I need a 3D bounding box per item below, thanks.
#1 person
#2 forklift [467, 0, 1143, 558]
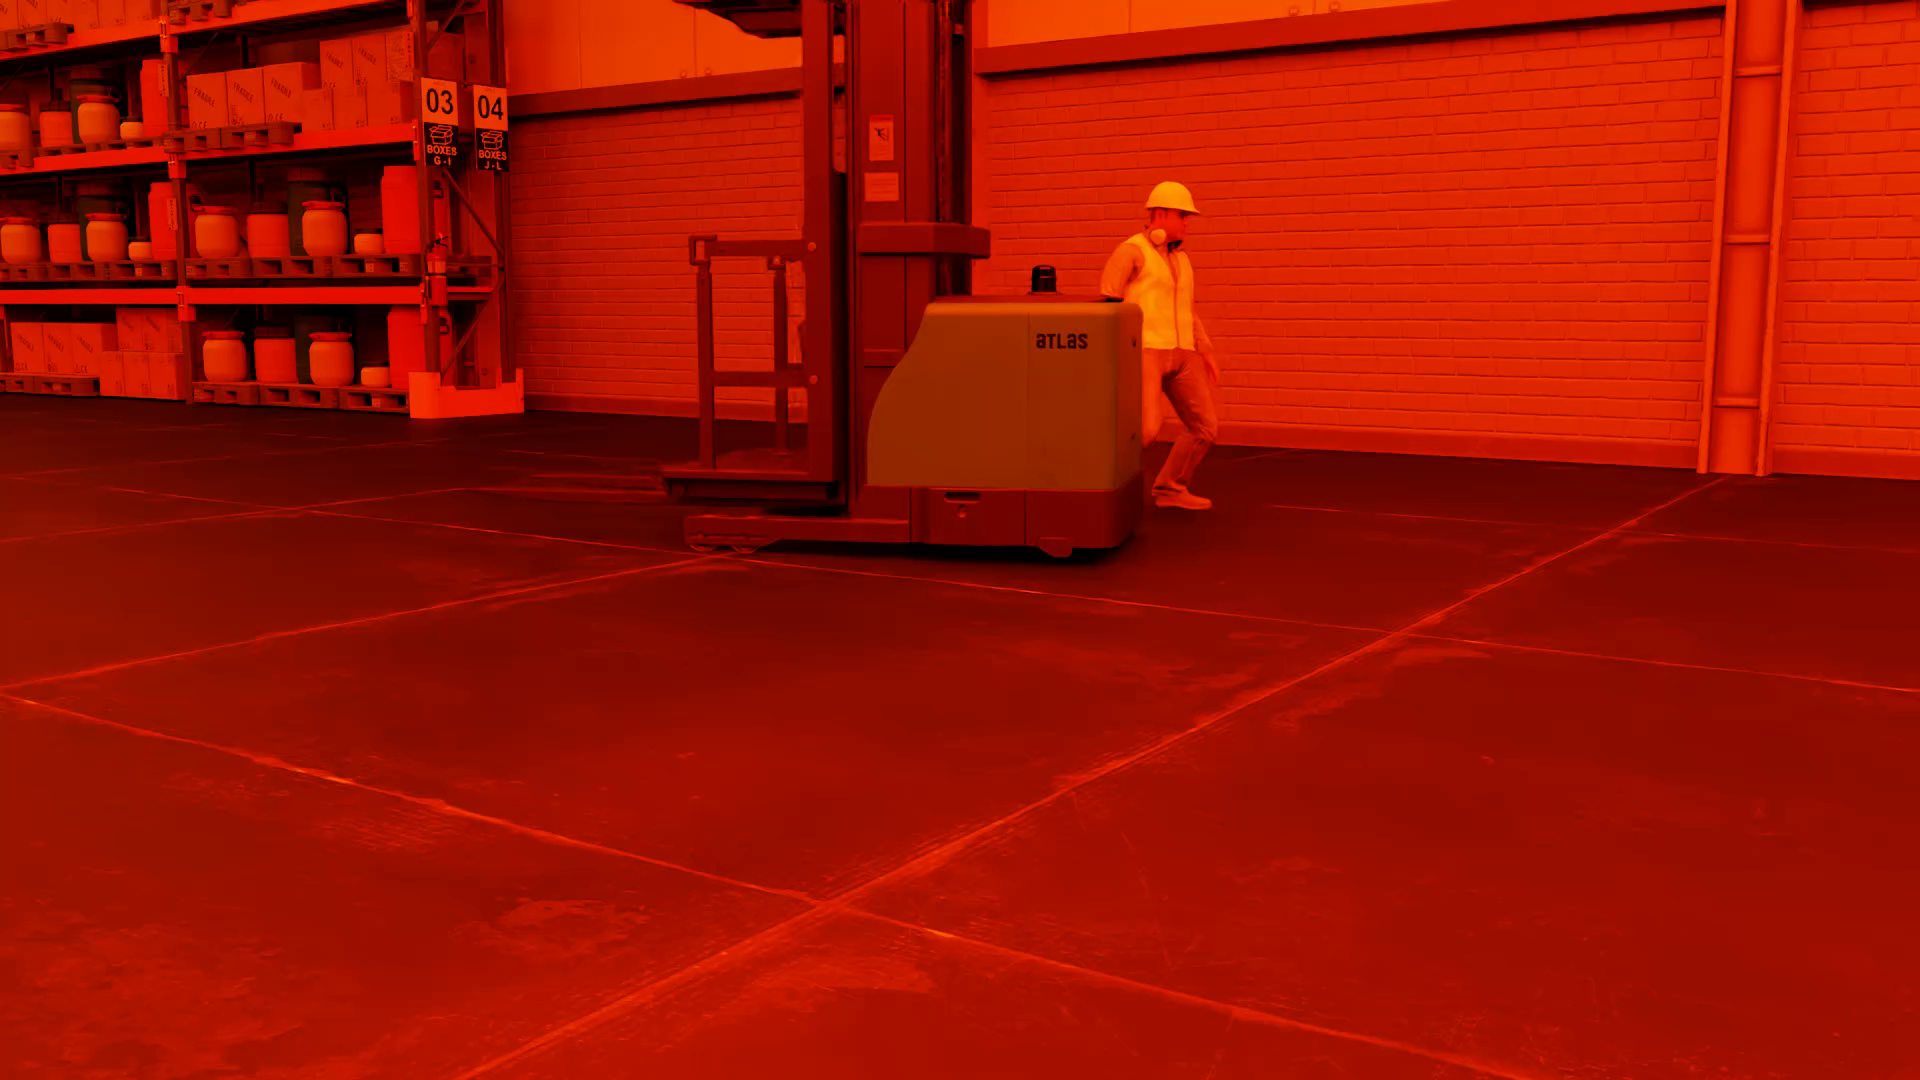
[{"bbox_3d":[0.969,-0.967,8.466,0.882,1.688,0.486,-6,10,-36],"label":"person"},{"bbox_3d":[-0.722,-1.461,7.465,3.031,2.935,1.130,2,8,13],"label":"forklift"}]
